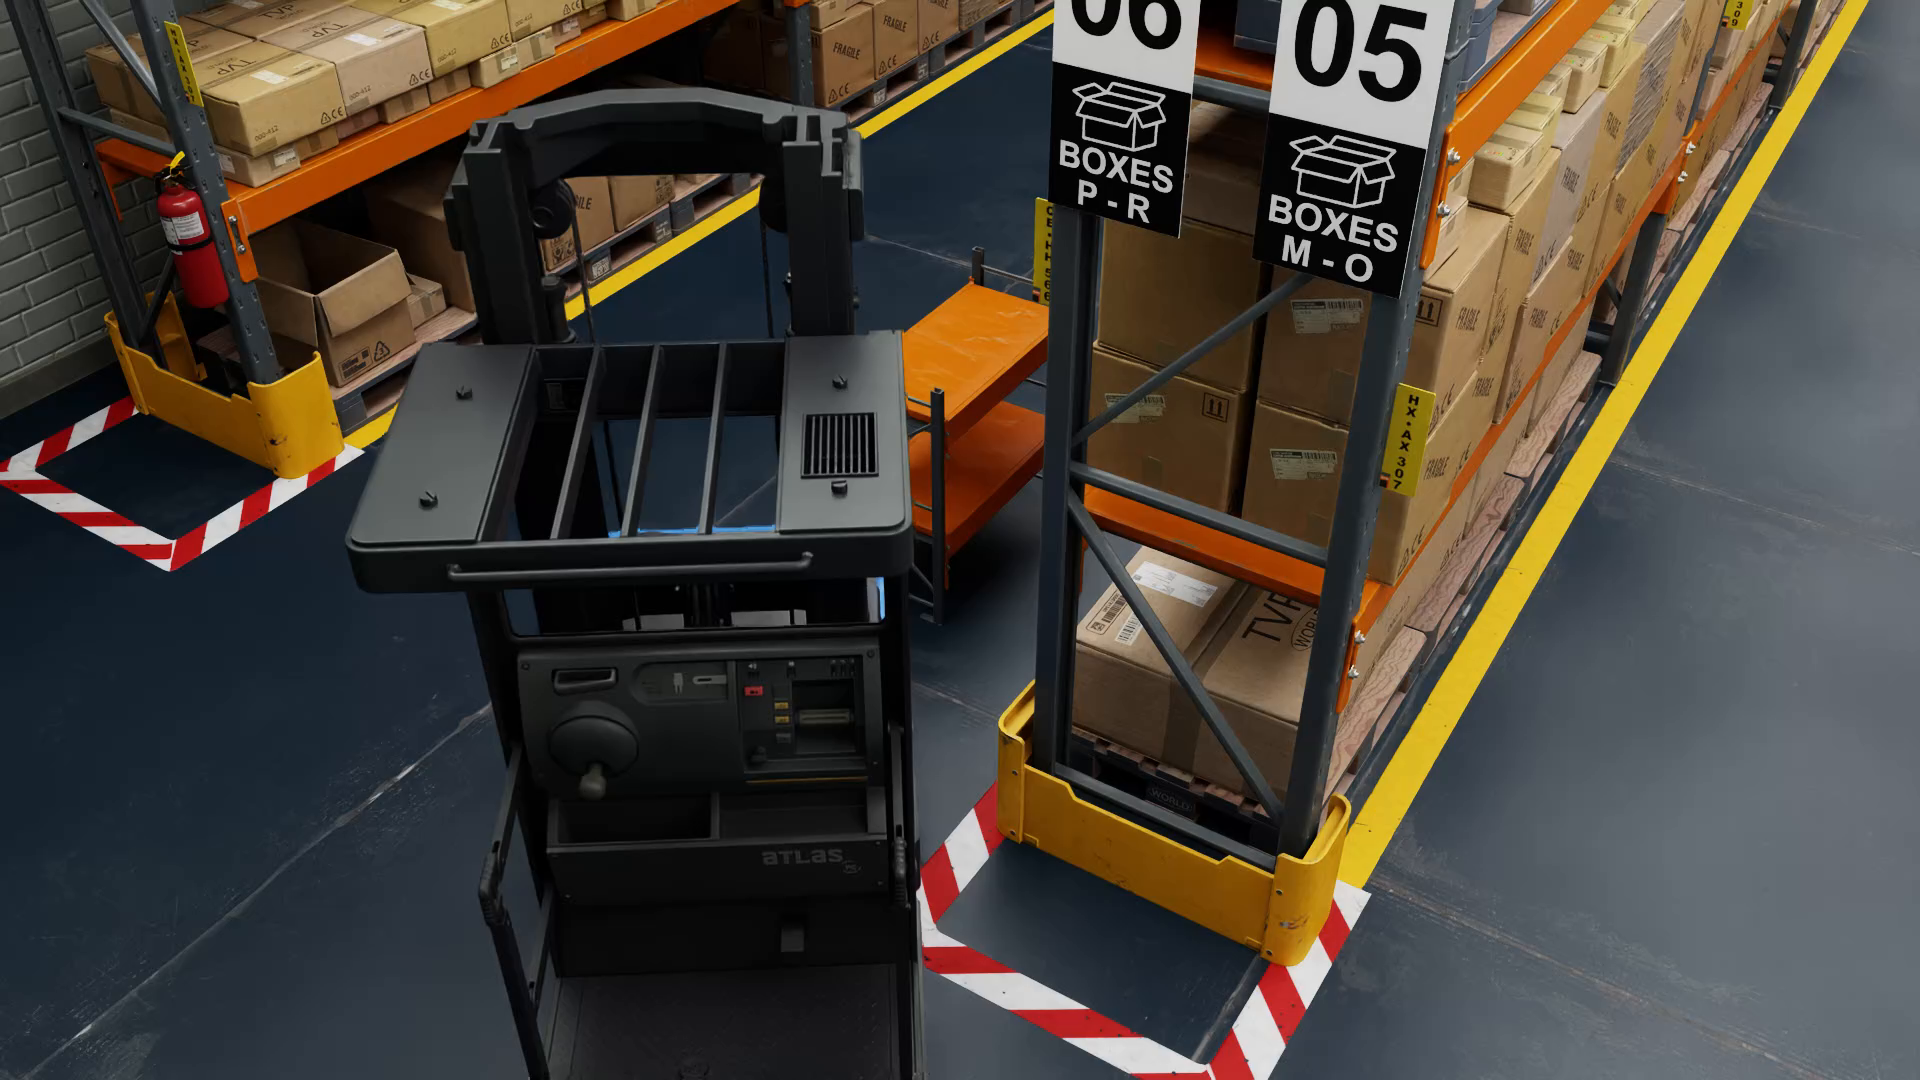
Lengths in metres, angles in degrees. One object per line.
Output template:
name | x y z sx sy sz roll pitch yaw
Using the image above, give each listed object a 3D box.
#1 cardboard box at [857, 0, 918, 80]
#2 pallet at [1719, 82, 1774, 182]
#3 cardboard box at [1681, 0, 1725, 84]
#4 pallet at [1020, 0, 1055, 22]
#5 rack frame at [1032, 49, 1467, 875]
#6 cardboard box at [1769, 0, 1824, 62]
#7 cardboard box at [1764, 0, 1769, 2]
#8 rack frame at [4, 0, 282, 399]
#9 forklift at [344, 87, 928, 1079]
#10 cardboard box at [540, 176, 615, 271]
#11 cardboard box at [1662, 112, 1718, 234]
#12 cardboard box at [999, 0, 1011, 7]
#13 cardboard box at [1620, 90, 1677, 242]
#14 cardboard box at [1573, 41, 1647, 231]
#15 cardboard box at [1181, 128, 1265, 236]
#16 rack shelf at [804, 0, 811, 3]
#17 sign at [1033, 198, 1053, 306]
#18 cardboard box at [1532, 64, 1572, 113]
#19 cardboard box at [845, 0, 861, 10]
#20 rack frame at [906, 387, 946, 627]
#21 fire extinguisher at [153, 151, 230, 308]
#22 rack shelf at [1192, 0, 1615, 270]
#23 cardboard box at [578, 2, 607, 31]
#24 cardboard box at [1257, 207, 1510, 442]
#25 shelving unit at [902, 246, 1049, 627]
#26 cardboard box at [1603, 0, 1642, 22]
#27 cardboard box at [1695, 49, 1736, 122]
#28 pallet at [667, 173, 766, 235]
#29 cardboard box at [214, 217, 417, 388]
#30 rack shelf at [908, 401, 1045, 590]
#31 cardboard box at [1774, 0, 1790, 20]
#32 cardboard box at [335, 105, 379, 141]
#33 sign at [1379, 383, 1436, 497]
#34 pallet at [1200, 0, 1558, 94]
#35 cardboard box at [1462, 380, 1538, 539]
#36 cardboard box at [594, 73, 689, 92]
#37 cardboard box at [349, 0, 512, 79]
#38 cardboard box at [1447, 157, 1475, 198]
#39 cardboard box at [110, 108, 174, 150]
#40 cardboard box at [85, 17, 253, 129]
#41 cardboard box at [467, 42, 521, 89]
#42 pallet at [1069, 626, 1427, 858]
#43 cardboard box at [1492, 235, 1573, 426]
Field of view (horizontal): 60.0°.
cardboard box | -0.620 -3.382 10.884 0.500 0.500 0.500 21 42 25
pallet | 4.504 -2.707 10.588 1.003 0.211 1.213 21 42 25
cardboard box | 2.828 -2.233 6.789 0.500 0.500 0.500 21 42 25
pallet | 0.365 -4.338 12.704 1.003 0.211 1.213 21 42 25
rack frame | 0.704 -0.069 4.882 1.000 3.000 0.127 21 42 25
cardboard box | 5.301 -3.606 11.280 0.950 0.372 0.625 18 41 22
cardboard box | 3.870 -2.933 8.312 0.500 0.250 0.500 22 43 26
rack frame | -3.489 -1.690 6.986 1.000 3.000 0.127 21 42 25
forklift | -0.656 0.536 4.154 1.130 2.935 3.031 -2 38 -2
cardboard box | -2.223 -1.819 8.856 0.500 0.500 0.500 22 43 26
cardboard box | 3.589 -2.270 9.134 0.875 0.875 0.875 22 43 26
cardboard box | 0.197 -4.177 11.915 0.500 0.500 0.500 23 43 27
cardboard box | 2.544 -1.581 6.762 0.500 0.500 0.500 20 42 24
cardboard box | 2.009 -1.453 5.777 0.500 0.500 0.500 21 42 25
cardboard box | 0.727 -1.012 4.673 0.380 0.149 0.250 22 43 26
rack shelf | -0.274 -4.499 11.218 1.077 0.370 4.000 21 42 25
sign | 0.253 -0.806 4.696 0.100 0.325 0.005 21 42 25
cardboard box | 1.666 -1.403 5.181 0.380 0.149 0.250 22 43 26
cardboard box | -0.846 -3.452 10.443 0.380 0.149 0.250 20 42 24
rack frame | -0.276 -0.180 6.562 0.500 1.125 0.032 21 42 25
fire extinguisher | -3.178 -1.285 6.829 0.296 0.674 0.183 21 42 25
rack shelf | 1.776 -2.003 5.524 1.077 0.370 4.000 21 42 25
cardboard box | -2.053 -2.759 8.578 0.380 0.149 0.250 22 43 26
cardboard box | 1.202 -0.659 4.747 0.500 0.500 0.500 20 42 24
shelving unit | -0.004 -0.442 6.902 0.538 1.125 1.048 21 42 25
cardboard box | 2.094 -1.790 5.684 0.380 0.149 0.250 21 42 25
cardboard box | 3.306 -2.212 7.785 0.500 0.250 0.500 20 42 24
pallet | -1.715 -2.294 10.053 1.003 0.211 1.213 21 42 25
cardboard box | -3.081 -1.152 7.989 0.797 0.503 0.637 19 42 23
rack shelf | -0.004 -0.248 7.051 0.538 0.278 1.000 21 42 25
cardboard box | 4.145 -2.993 8.798 0.500 0.250 0.500 20 42 24
cardboard box | -2.873 -1.964 7.546 0.380 0.149 0.250 21 42 25
sign | 1.170 -0.258 4.354 0.100 0.325 0.005 21 42 25
pallet | 1.093 -1.607 4.494 1.003 0.211 1.213 21 42 25
cardboard box | 1.941 -0.532 7.238 0.875 0.438 0.875 20 42 24
cardboard box | -1.899 -2.591 10.012 0.500 0.311 0.500 23 43 27
cardboard box | -2.480 -2.417 7.808 0.500 0.250 0.500 20 42 24
cardboard box | 1.208 -1.012 4.674 0.380 0.149 0.250 22 43 26
cardboard box | -3.538 -1.850 7.398 0.380 0.149 0.250 21 42 25
cardboard box | -3.467 -2.073 7.361 0.500 0.250 0.500 22 43 26
cardboard box | -2.349 -2.318 8.006 0.380 0.149 0.250 20 42 24
pallet | 1.067 0.598 6.302 1.003 0.211 1.213 21 42 25
cardboard box | 1.739 -0.788 5.734 0.500 0.500 0.500 21 42 25
